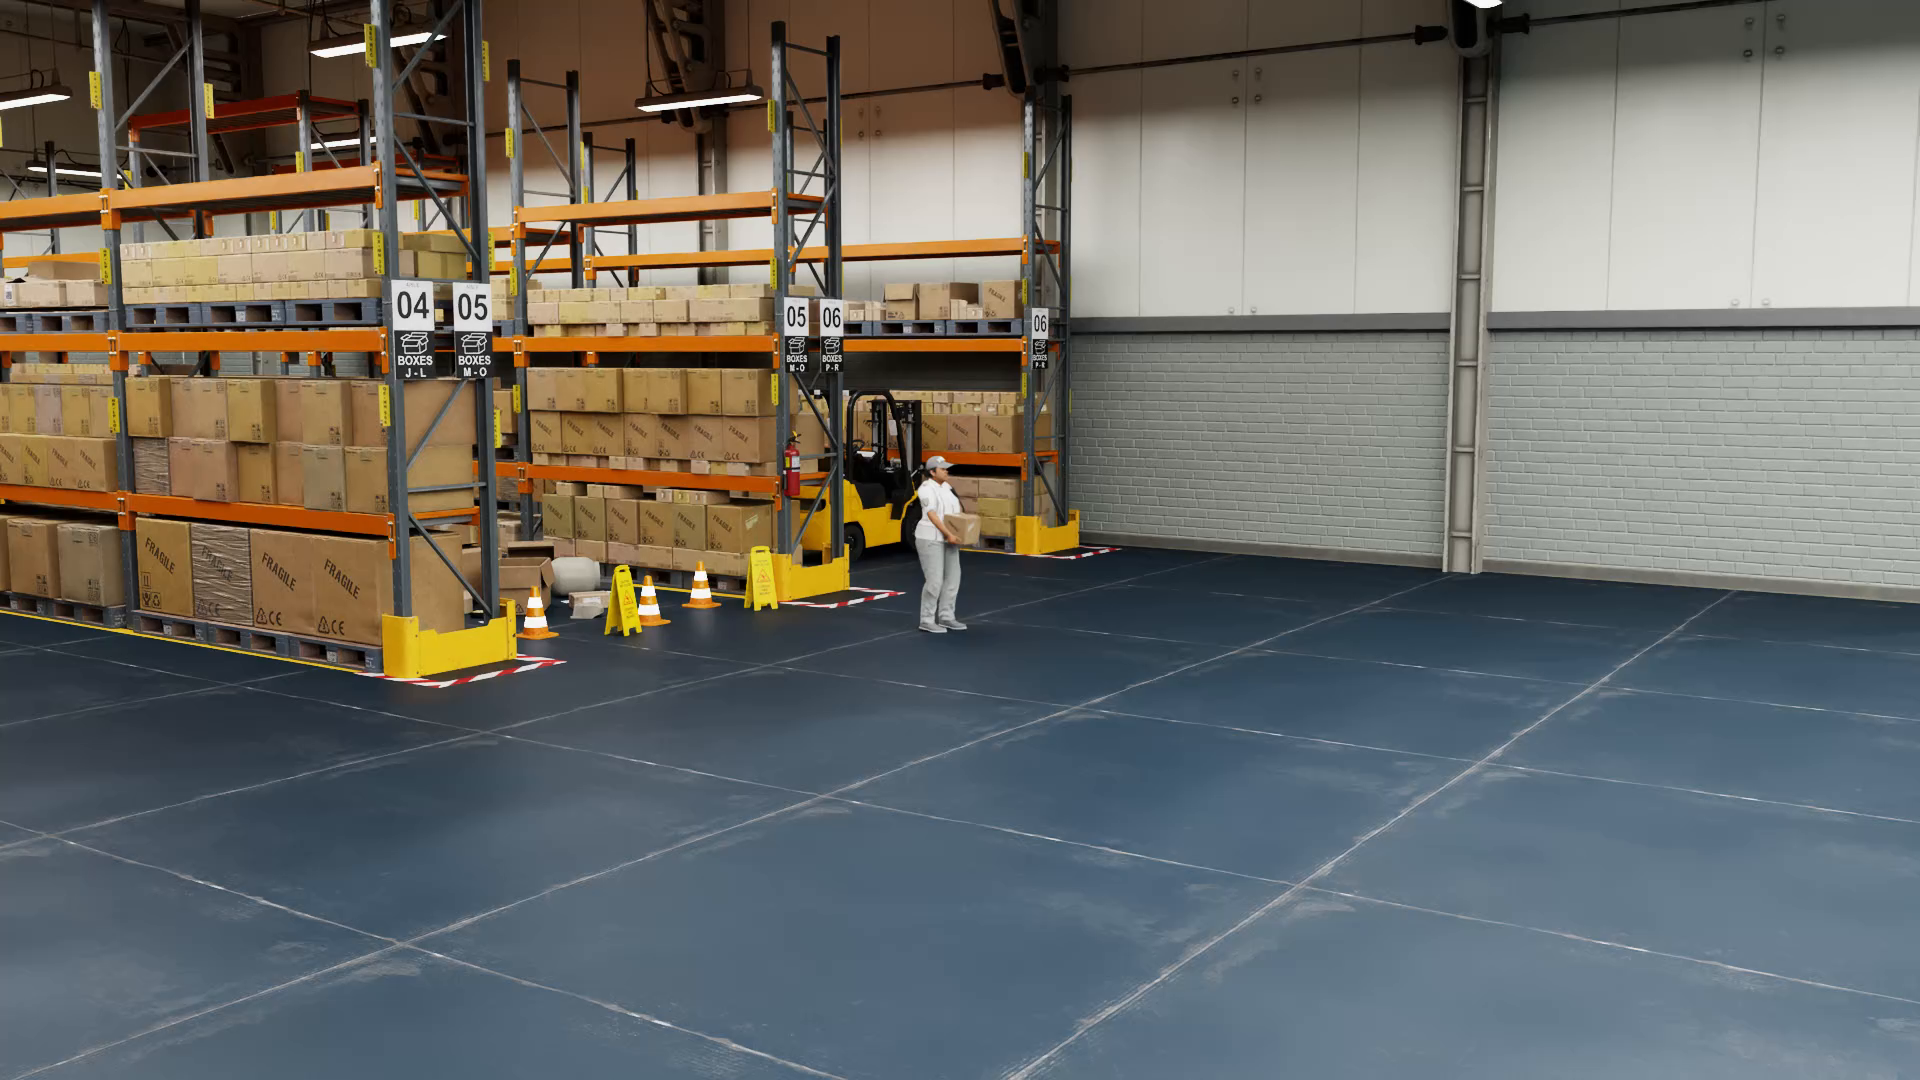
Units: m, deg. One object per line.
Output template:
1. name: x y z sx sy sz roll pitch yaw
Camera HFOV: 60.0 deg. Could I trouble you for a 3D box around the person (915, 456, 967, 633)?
1. person: -0.139 0.035 15.734 0.544 1.662 0.452 4 8 34
